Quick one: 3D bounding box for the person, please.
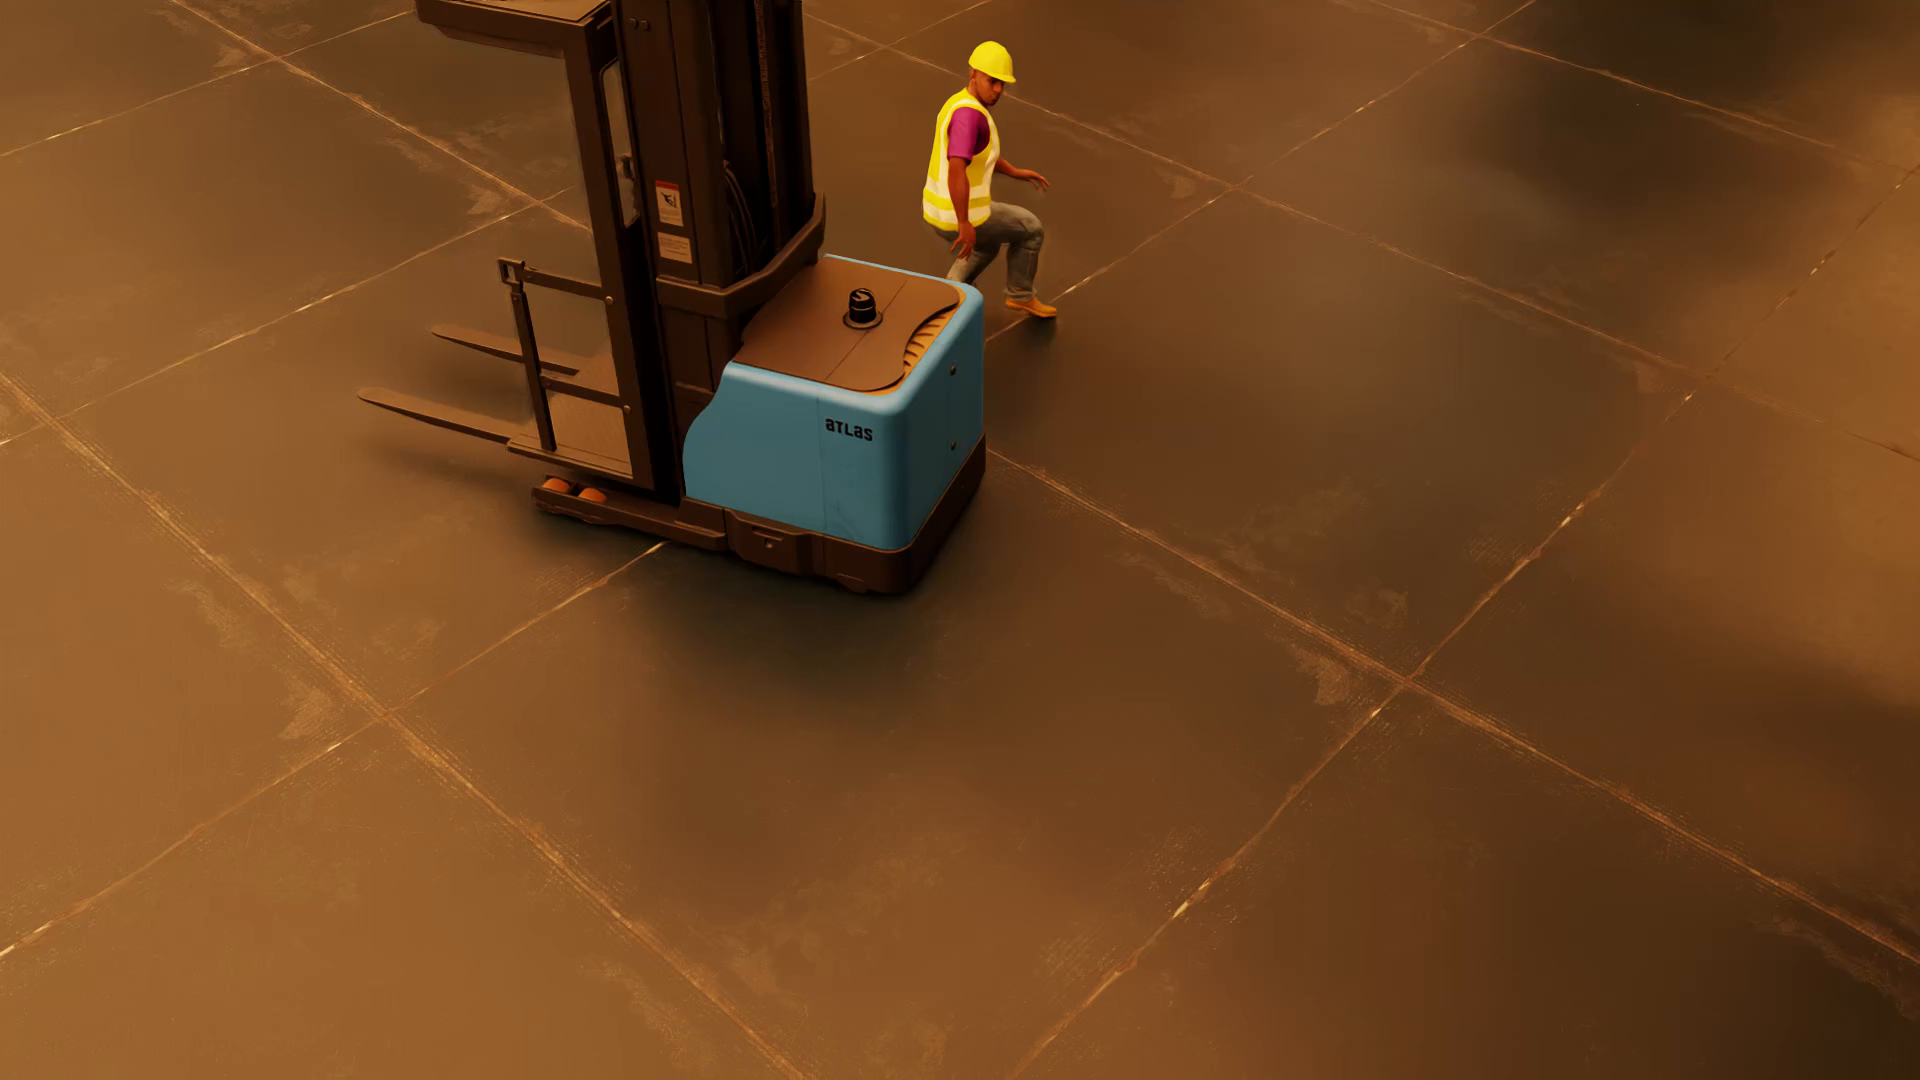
[{"bbox_3d":[0.174,-1.743,8.538,0.797,1.556,0.807,-16,43,-17],"label":"person"}]

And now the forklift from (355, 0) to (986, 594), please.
[{"bbox_3d":[-1.447,-1.489,7.164,3.031,2.935,1.130,15,43,17],"label":"forklift"}]
